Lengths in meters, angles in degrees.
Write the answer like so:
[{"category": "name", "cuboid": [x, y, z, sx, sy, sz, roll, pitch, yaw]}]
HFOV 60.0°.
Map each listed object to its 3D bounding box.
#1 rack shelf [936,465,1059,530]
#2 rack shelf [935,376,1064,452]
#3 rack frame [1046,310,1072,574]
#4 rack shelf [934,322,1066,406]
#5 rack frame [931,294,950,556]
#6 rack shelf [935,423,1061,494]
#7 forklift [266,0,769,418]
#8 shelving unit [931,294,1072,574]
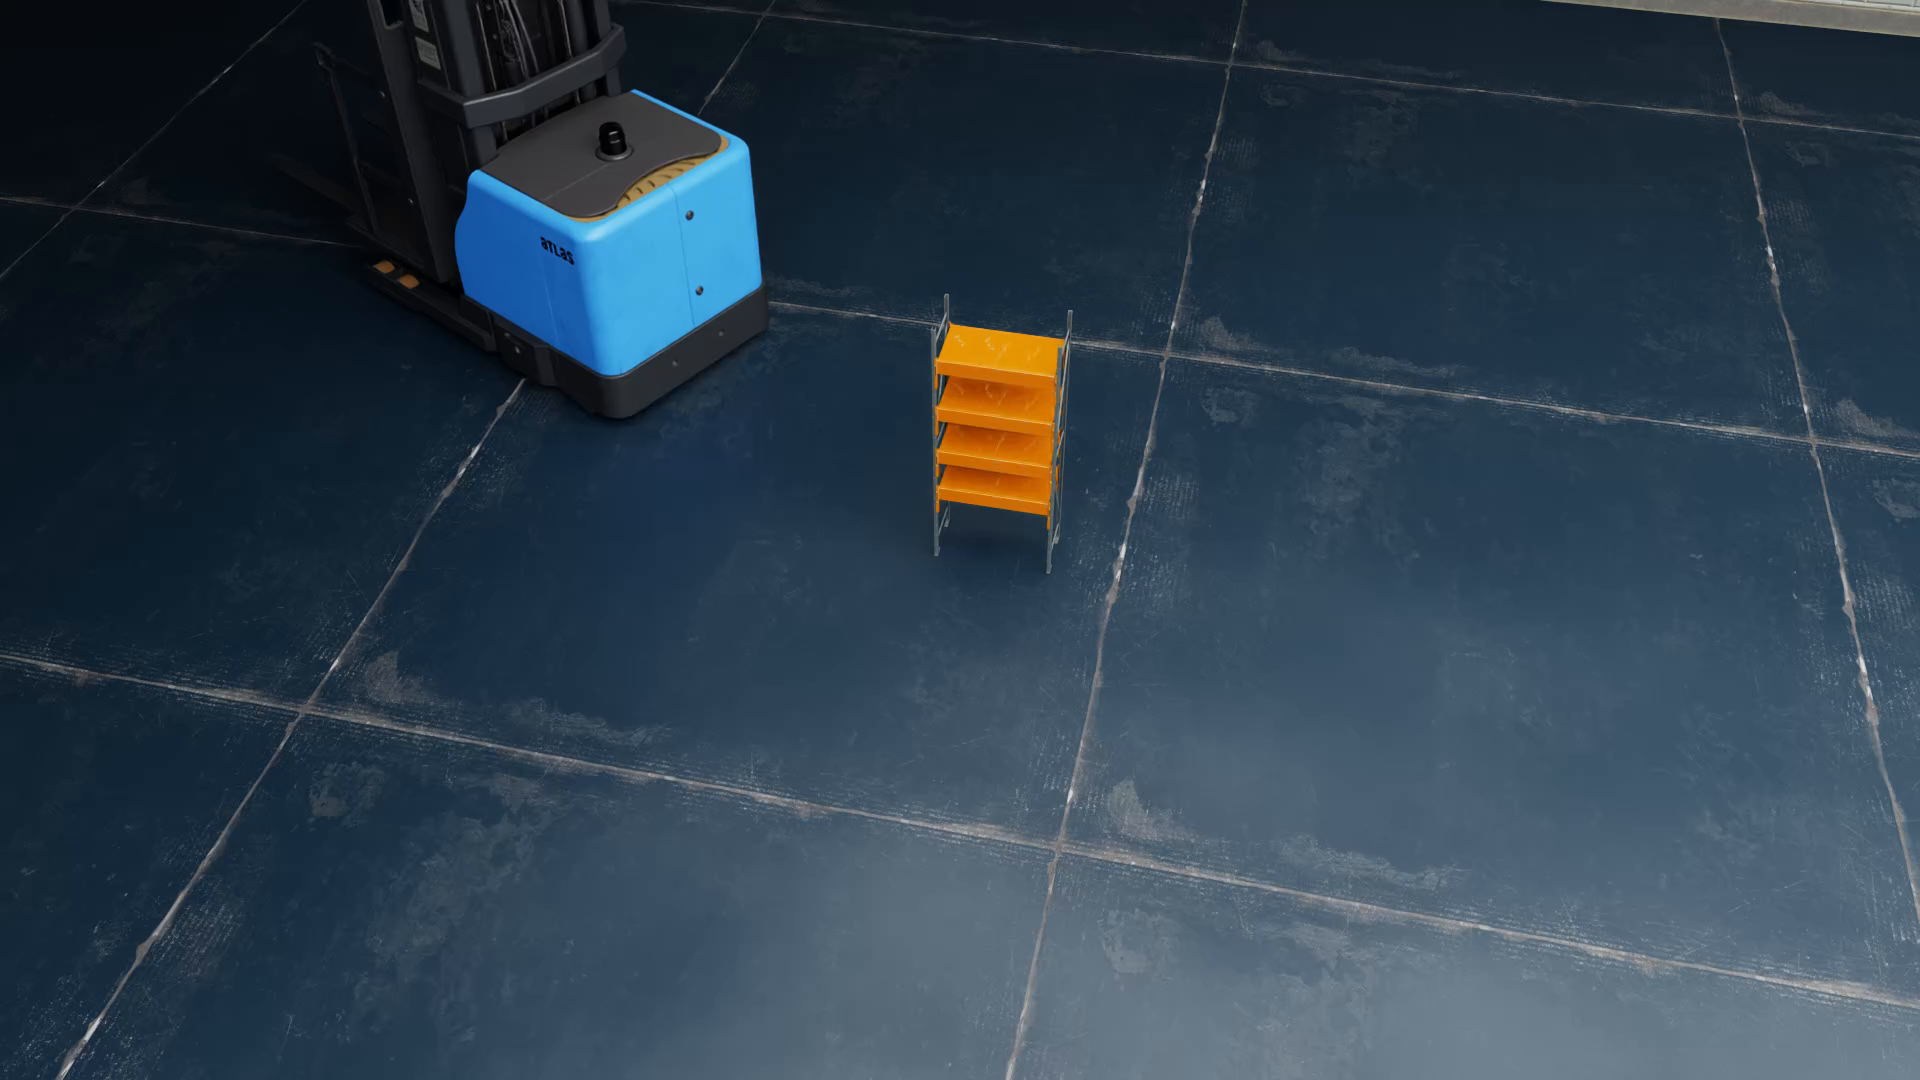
[{"category": "rack shelf", "cuboid": [0.162, -0.216, 6.952, 0.480, 0.148, 0.258, 9, 45, 9]}, {"category": "rack shelf", "cuboid": [0.162, -0.520, 6.659, 0.480, 0.148, 0.258, 9, 45, 9]}, {"category": "rack frame", "cuboid": [0.400, -0.370, 6.730, 0.015, 1.200, 0.240, 9, 45, 9]}, {"category": "rack shelf", "cuboid": [0.162, -0.690, 6.495, 0.480, 0.148, 0.258, 9, 45, 9]}, {"category": "rack frame", "cuboid": [-0.077, -0.444, 6.806, 0.015, 1.200, 0.240, 9, 45, 9]}, {"category": "rack shelf", "cuboid": [0.162, -0.359, 6.815, 0.480, 0.148, 0.258, 9, 45, 9]}, {"category": "forklift", "cuboid": [-2.401, -2.485, 7.678, 3.031, 2.935, 1.130, 30, 51, 27]}, {"category": "shelving unit", "cuboid": [0.162, -0.407, 6.768, 0.503, 1.200, 0.258, 9, 45, 9]}]
